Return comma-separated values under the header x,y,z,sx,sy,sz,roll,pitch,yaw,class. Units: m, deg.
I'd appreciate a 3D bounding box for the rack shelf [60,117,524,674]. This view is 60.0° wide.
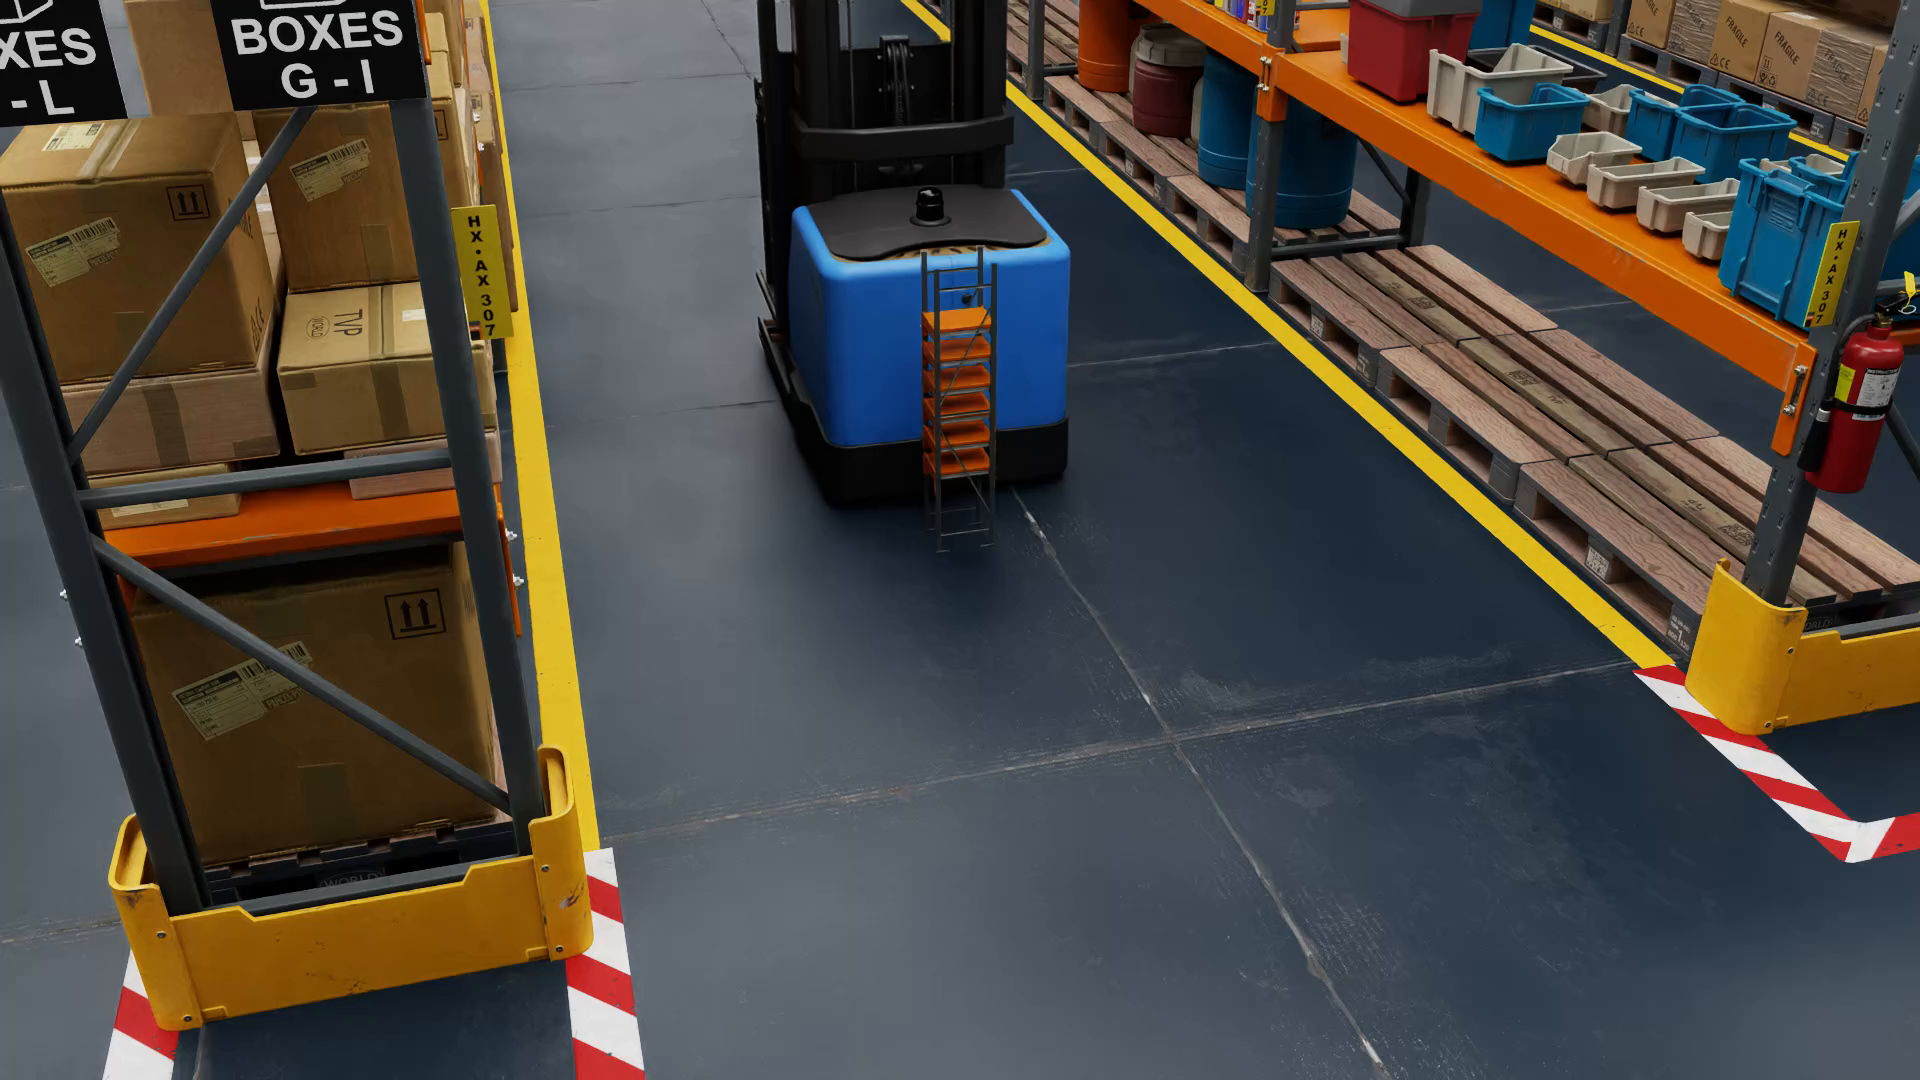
x,y,z,sx,sy,sz,roll,pitch,yaw,class
-2.182,-0.796,5.850,1.077,0.370,4.000,-8,31,-13,rack shelf

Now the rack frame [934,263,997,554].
x,y,z,sx,sy,sz,roll,pitch,yaw,class
0.020,-0.482,6.385,0.240,1.200,0.006,-8,31,-13,rack frame

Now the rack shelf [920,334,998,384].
x,y,z,sx,sy,sz,roll,pitch,yaw,class
-0.004,-0.696,6.364,0.258,0.103,0.180,-8,31,-13,rack shelf

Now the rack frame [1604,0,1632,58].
x,y,z,sx,sy,sz,roll,pitch,yaw,class
5.777,-5.321,12.949,1.000,3.000,0.127,-8,31,-13,rack frame

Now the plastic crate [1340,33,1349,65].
x,y,z,sx,sy,sz,roll,pitch,yaw,class
2.048,-2.400,8.106,0.396,0.136,0.243,-8,31,-13,plastic crate

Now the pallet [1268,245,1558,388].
x,y,z,sx,sy,sz,roll,pitch,yaw,class
2.295,-1.175,8.570,1.003,0.211,1.213,-8,31,-13,pallet

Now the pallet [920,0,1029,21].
x,y,z,sx,sy,sz,roll,pitch,yaw,class
0.185,-5.015,15.204,1.003,0.211,1.213,-8,31,-13,pallet

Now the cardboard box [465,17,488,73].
x,y,z,sx,sy,sz,roll,pitch,yaw,class
-3.382,-2.500,9.777,1.225,0.875,0.875,-8,31,-13,cardboard box

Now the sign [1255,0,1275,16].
x,y,z,sx,sy,sz,roll,pitch,yaw,class
1.531,-2.780,8.282,0.100,0.325,0.005,-8,31,-13,sign

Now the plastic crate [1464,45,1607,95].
x,y,z,sx,sy,sz,roll,pitch,yaw,class
2.618,-2.134,7.658,0.437,0.125,0.590,-8,31,-13,plastic crate

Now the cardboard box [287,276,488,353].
x,y,z,sx,sy,sz,roll,pitch,yaw,class
-1.663,-0.724,4.859,0.500,0.250,0.500,-8,31,-14,cardboard box

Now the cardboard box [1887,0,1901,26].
x,y,z,sx,sy,sz,roll,pitch,yaw,class
6.680,-3.571,11.233,0.500,0.250,0.500,-8,31,-13,cardboard box

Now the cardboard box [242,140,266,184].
x,y,z,sx,sy,sz,roll,pitch,yaw,class
-2.447,-1.146,5.589,0.500,0.250,0.500,-8,31,-13,cardboard box

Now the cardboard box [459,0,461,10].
x,y,z,sx,sy,sz,roll,pitch,yaw,class
-3.003,-3.106,9.022,0.500,0.500,0.500,-7,31,-12,cardboard box

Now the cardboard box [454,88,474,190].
x,y,z,sx,sy,sz,roll,pitch,yaw,class
-2.067,-1.463,6.136,0.500,0.250,0.500,-7,31,-12,cardboard box

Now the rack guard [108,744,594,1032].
x,y,z,sx,sy,sz,roll,pitch,yaw,class
-1.645,0.952,4.607,1.175,0.500,0.348,-8,31,-13,rack guard

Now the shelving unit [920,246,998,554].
x,y,z,sx,sy,sz,roll,pitch,yaw,class
-0.004,-0.526,6.462,0.258,1.200,0.189,-8,31,-13,shelving unit

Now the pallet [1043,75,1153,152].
x,y,z,sx,sy,sz,roll,pitch,yaw,class
1.250,-3.082,11.864,1.003,0.211,1.213,-8,31,-13,pallet

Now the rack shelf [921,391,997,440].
x,y,z,sx,sy,sz,roll,pitch,yaw,class
-0.004,-0.488,6.484,0.258,0.103,0.180,-8,31,-13,rack shelf

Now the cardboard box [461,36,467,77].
x,y,z,sx,sy,sz,roll,pitch,yaw,class
-2.594,-2.372,7.755,0.500,0.500,0.500,-8,31,-13,cardboard box

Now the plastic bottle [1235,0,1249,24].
x,y,z,sx,sy,sz,roll,pitch,yaw,class
1.541,-2.935,8.943,0.061,0.283,0.133,-8,31,-13,plastic bottle

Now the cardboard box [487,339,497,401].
x,y,z,sx,sy,sz,roll,pitch,yaw,class
-1.565,-0.496,4.863,0.380,0.149,0.250,-9,31,-14,cardboard box

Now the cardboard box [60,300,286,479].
x,y,z,sx,sy,sz,roll,pitch,yaw,class
-2.036,-0.404,4.307,0.500,0.250,0.500,-8,31,-14,cardboard box

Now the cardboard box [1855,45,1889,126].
x,y,z,sx,sy,sz,roll,pitch,yaw,class
6.309,-2.938,10.887,0.500,0.500,0.500,-8,31,-13,cardboard box

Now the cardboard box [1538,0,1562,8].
x,y,z,sx,sy,sz,roll,pitch,yaw,class
5.262,-4.783,14.345,0.500,0.250,0.500,-8,31,-14,cardboard box

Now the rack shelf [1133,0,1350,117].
x,y,z,sx,sy,sz,roll,pitch,yaw,class
1.531,-3.387,10.325,1.077,0.370,4.000,-8,31,-13,rack shelf

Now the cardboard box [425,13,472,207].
x,y,z,sx,sy,sz,roll,pitch,yaw,class
-1.794,-1.289,5.087,0.500,0.500,0.500,-9,31,-15,cardboard box

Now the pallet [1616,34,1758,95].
x,y,z,sx,sy,sz,roll,pitch,yaw,class
5.939,-3.749,13.016,1.003,0.211,1.213,-8,31,-13,pallet

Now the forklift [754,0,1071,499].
x,y,z,sx,sy,sz,roll,pitch,yaw,class
-0.392,-2.164,7.563,1.130,2.935,3.031,-7,31,-12,forklift

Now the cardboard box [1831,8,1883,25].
x,y,z,sx,sy,sz,roll,pitch,yaw,class
6.534,-3.506,11.870,0.500,0.500,0.500,-9,31,-15,cardboard box

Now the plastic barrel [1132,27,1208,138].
x,y,z,sx,sy,sz,roll,pitch,yaw,class
1.447,-3.023,10.966,0.600,0.588,0.708,-8,31,-13,plastic barrel

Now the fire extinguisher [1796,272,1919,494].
x,y,z,sx,sy,sz,roll,pitch,yaw,class
2.726,-0.472,5.021,0.296,0.674,0.183,-8,31,-13,fire extinguisher

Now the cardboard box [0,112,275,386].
x,y,z,sx,sy,sz,roll,pitch,yaw,class
-2.034,-0.731,4.122,0.500,0.500,0.500,-7,31,-13,cardboard box

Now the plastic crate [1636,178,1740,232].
x,y,z,sx,sy,sz,roll,pitch,yaw,class
2.670,-1.224,6.074,0.396,0.136,0.243,-8,31,-13,plastic crate

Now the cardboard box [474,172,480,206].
x,y,z,sx,sy,sz,roll,pitch,yaw,class
-1.975,-1.241,6.150,0.380,0.149,0.250,-8,31,-14,cardboard box

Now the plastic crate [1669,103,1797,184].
x,y,z,sx,sy,sz,roll,pitch,yaw,class
3.026,-1.553,6.546,0.416,0.233,0.300,-8,31,-13,plastic crate

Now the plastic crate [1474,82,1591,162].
x,y,z,sx,sy,sz,roll,pitch,yaw,class
2.332,-1.712,6.820,0.416,0.233,0.300,-8,31,-13,plastic crate

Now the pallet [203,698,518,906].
x,y,z,sx,sy,sz,roll,pitch,yaw,class
-1.939,0.689,5.348,1.003,0.211,1.213,-8,31,-13,pallet

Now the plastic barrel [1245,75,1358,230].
x,y,z,sx,sy,sz,roll,pitch,yaw,class
1.934,-2.271,9.355,0.600,0.901,0.708,-8,31,-13,plastic barrel

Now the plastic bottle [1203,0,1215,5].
x,y,z,sx,sy,sz,roll,pitch,yaw,class
1.454,-3.201,9.335,0.144,0.351,0.185,-8,31,-13,plastic bottle

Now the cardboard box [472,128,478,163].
x,y,z,sx,sy,sz,roll,pitch,yaw,class
-2.180,-1.613,6.793,0.380,0.149,0.250,-8,31,-14,cardboard box

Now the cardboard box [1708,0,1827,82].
x,y,z,sx,sy,sz,roll,pitch,yaw,class
5.895,-3.677,12.164,0.500,0.500,0.500,-8,31,-14,cardboard box

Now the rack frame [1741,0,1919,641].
x,y,z,sx,sy,sz,roll,pitch,yaw,class
3.124,-0.800,5.138,1.000,3.000,0.127,-8,31,-13,rack frame

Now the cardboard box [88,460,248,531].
x,y,z,sx,sy,sz,roll,pitch,yaw,class
-2.063,-0.161,4.285,0.380,0.149,0.250,-7,31,-12,cardboard box
